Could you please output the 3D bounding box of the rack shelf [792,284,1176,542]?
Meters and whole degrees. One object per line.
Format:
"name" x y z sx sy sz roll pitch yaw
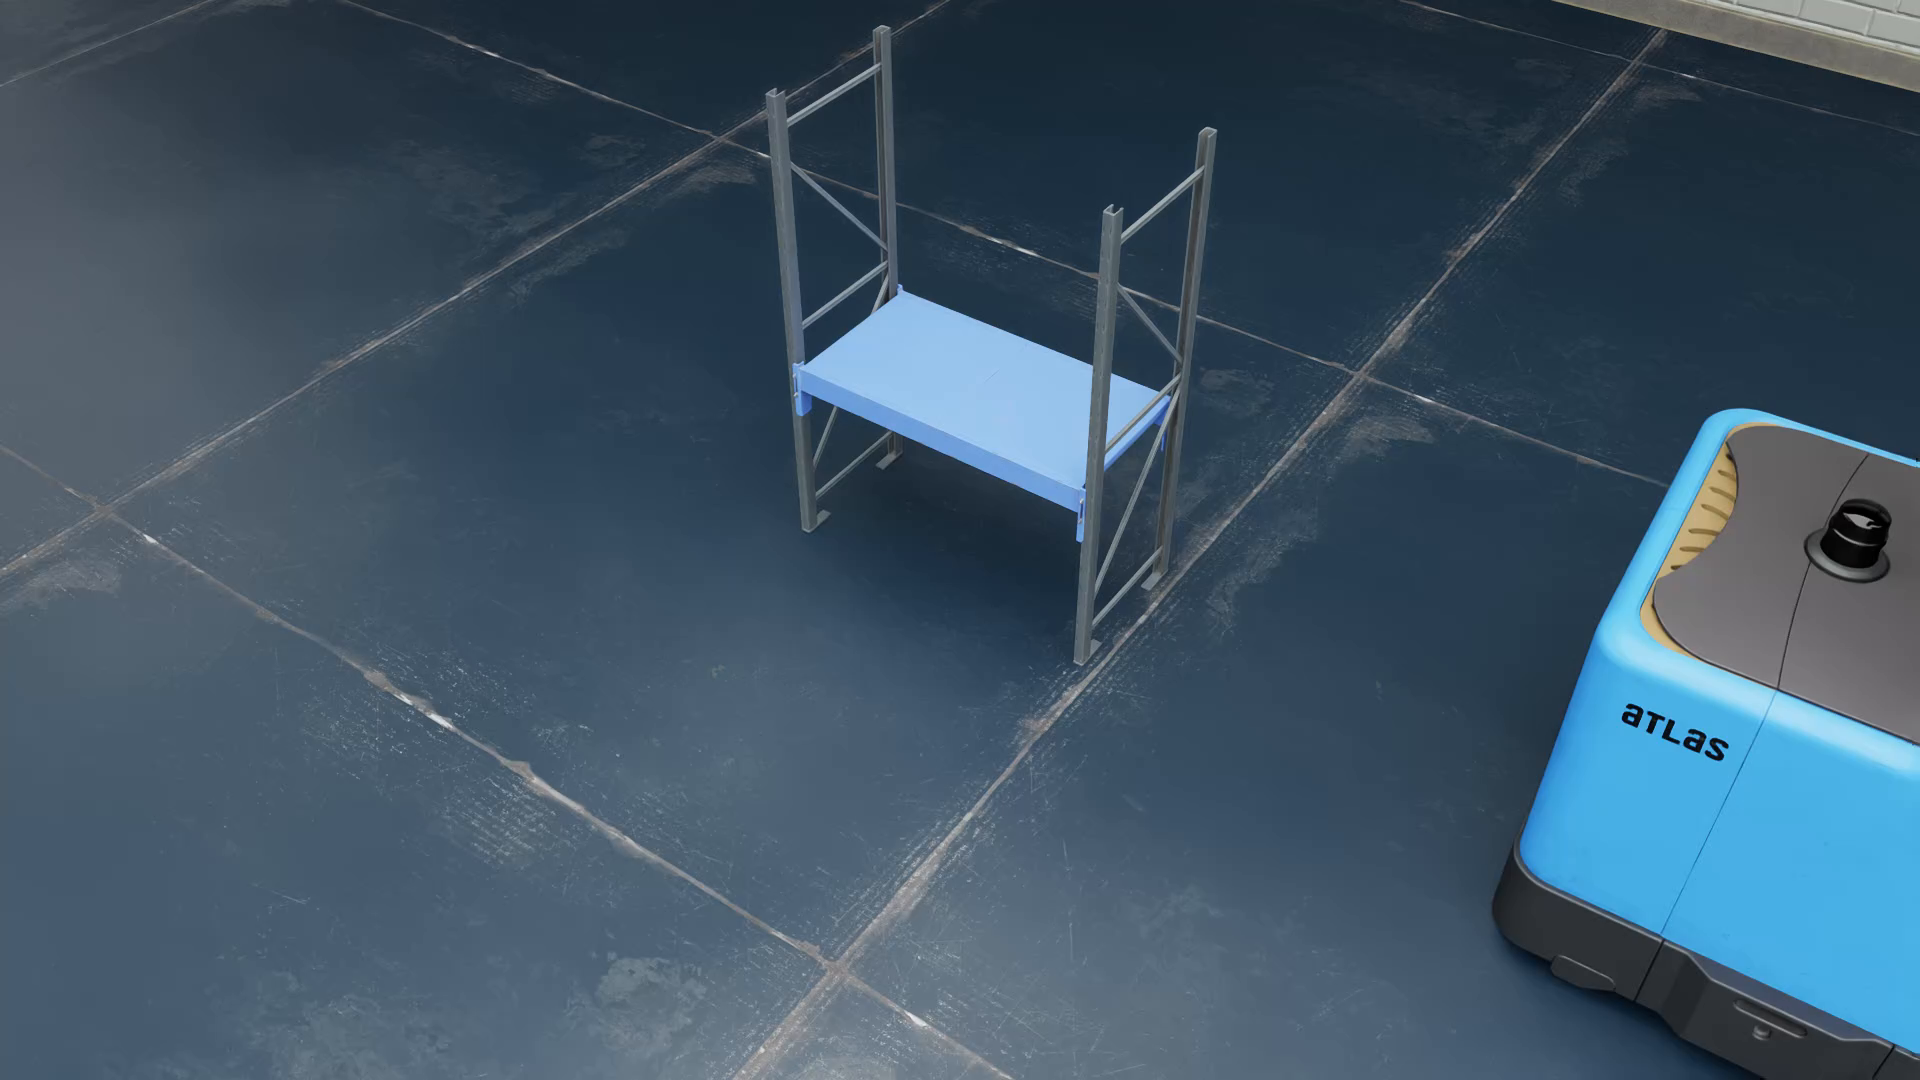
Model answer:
"rack shelf" 0.070 -0.392 4.833 1.000 0.185 0.538 25 48 25

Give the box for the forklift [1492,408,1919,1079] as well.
"forklift" 2.828 0.173 2.859 3.031 2.935 1.130 24 47 24

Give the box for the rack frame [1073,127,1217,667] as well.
"rack frame" 0.486 -0.332 4.496 0.032 1.500 0.500 25 48 25

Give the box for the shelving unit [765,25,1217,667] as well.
"shelving unit" 0.070 -0.526 4.713 1.048 1.500 0.538 25 48 25

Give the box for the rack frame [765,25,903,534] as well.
"rack frame" -0.346 -0.721 4.931 0.032 1.500 0.500 25 48 25
